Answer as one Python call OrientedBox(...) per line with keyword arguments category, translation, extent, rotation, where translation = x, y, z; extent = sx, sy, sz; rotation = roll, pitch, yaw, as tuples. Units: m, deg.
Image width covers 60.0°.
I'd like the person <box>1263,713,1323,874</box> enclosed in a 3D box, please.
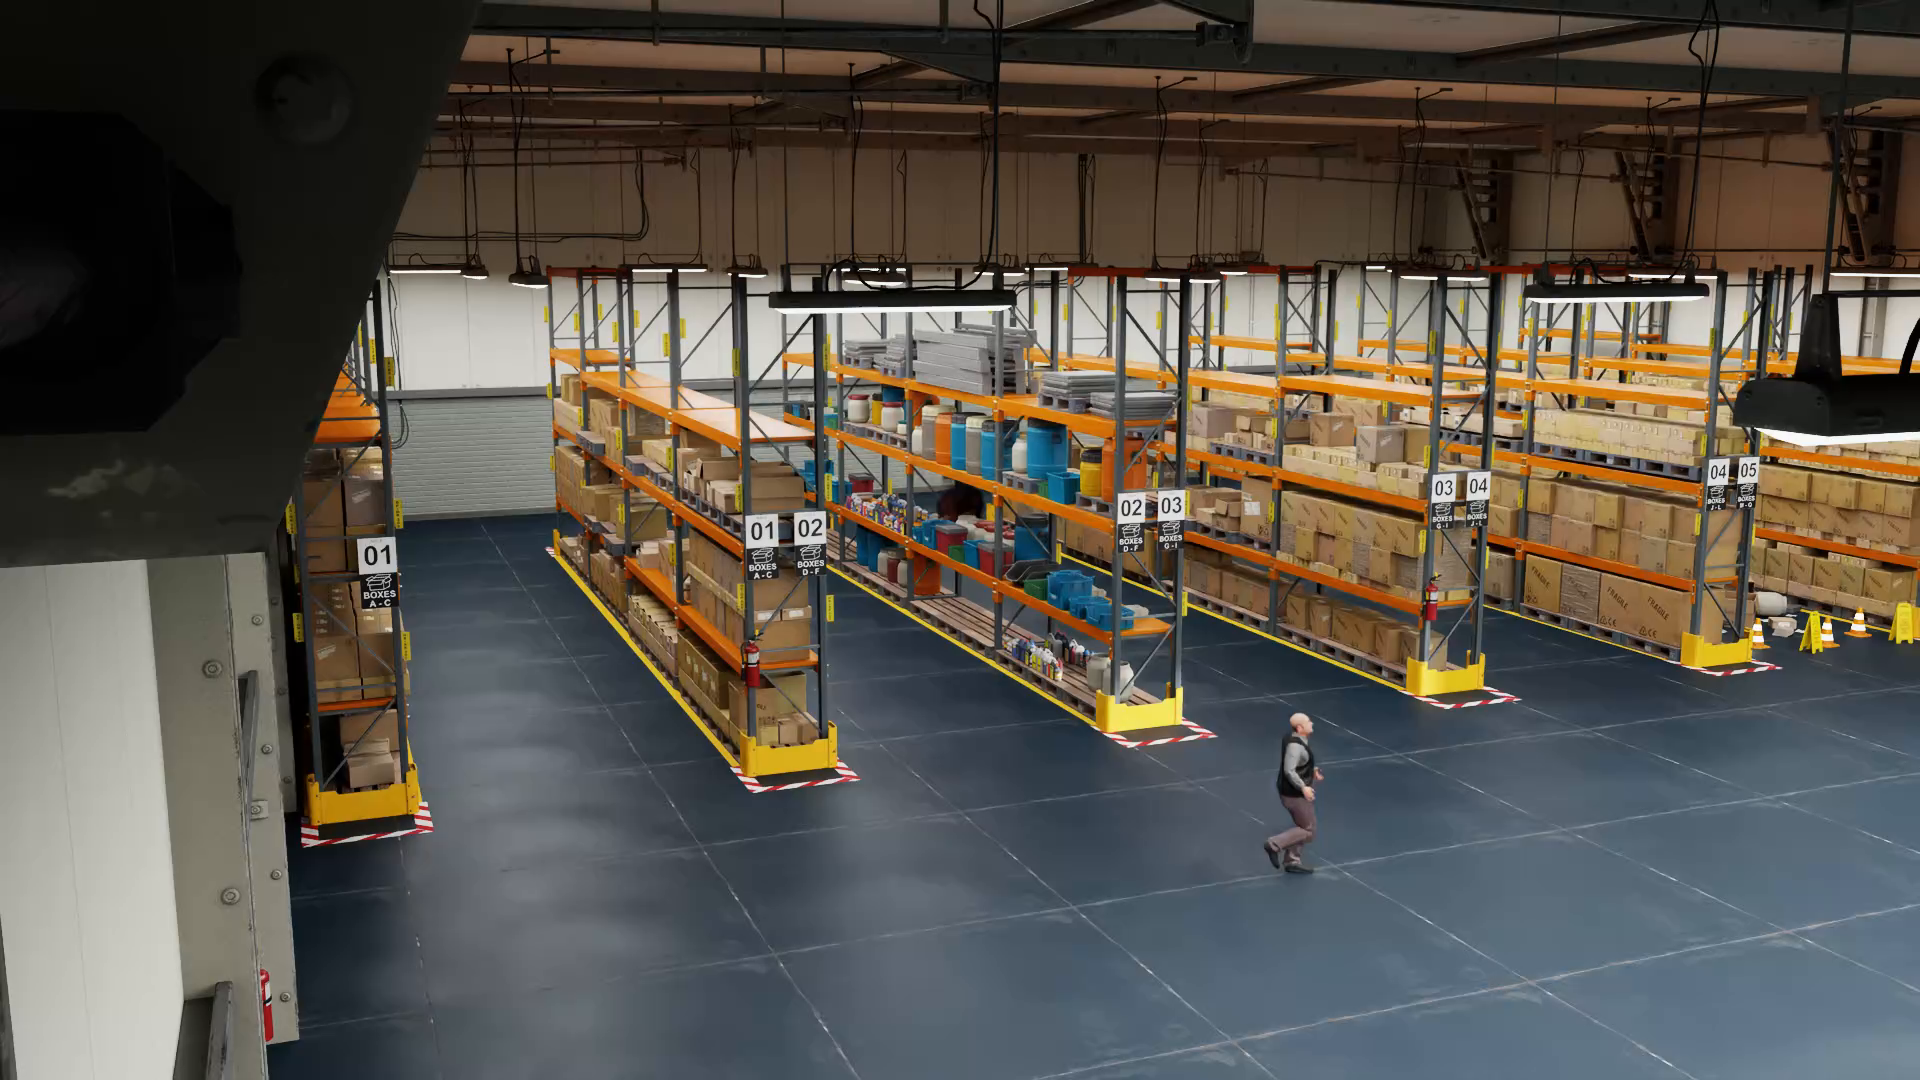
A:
OrientedBox(category="person", translation=(3.413, 2.589, 17.009), extent=(0.631, 1.692, 0.658), rotation=(1, 10, 3))
